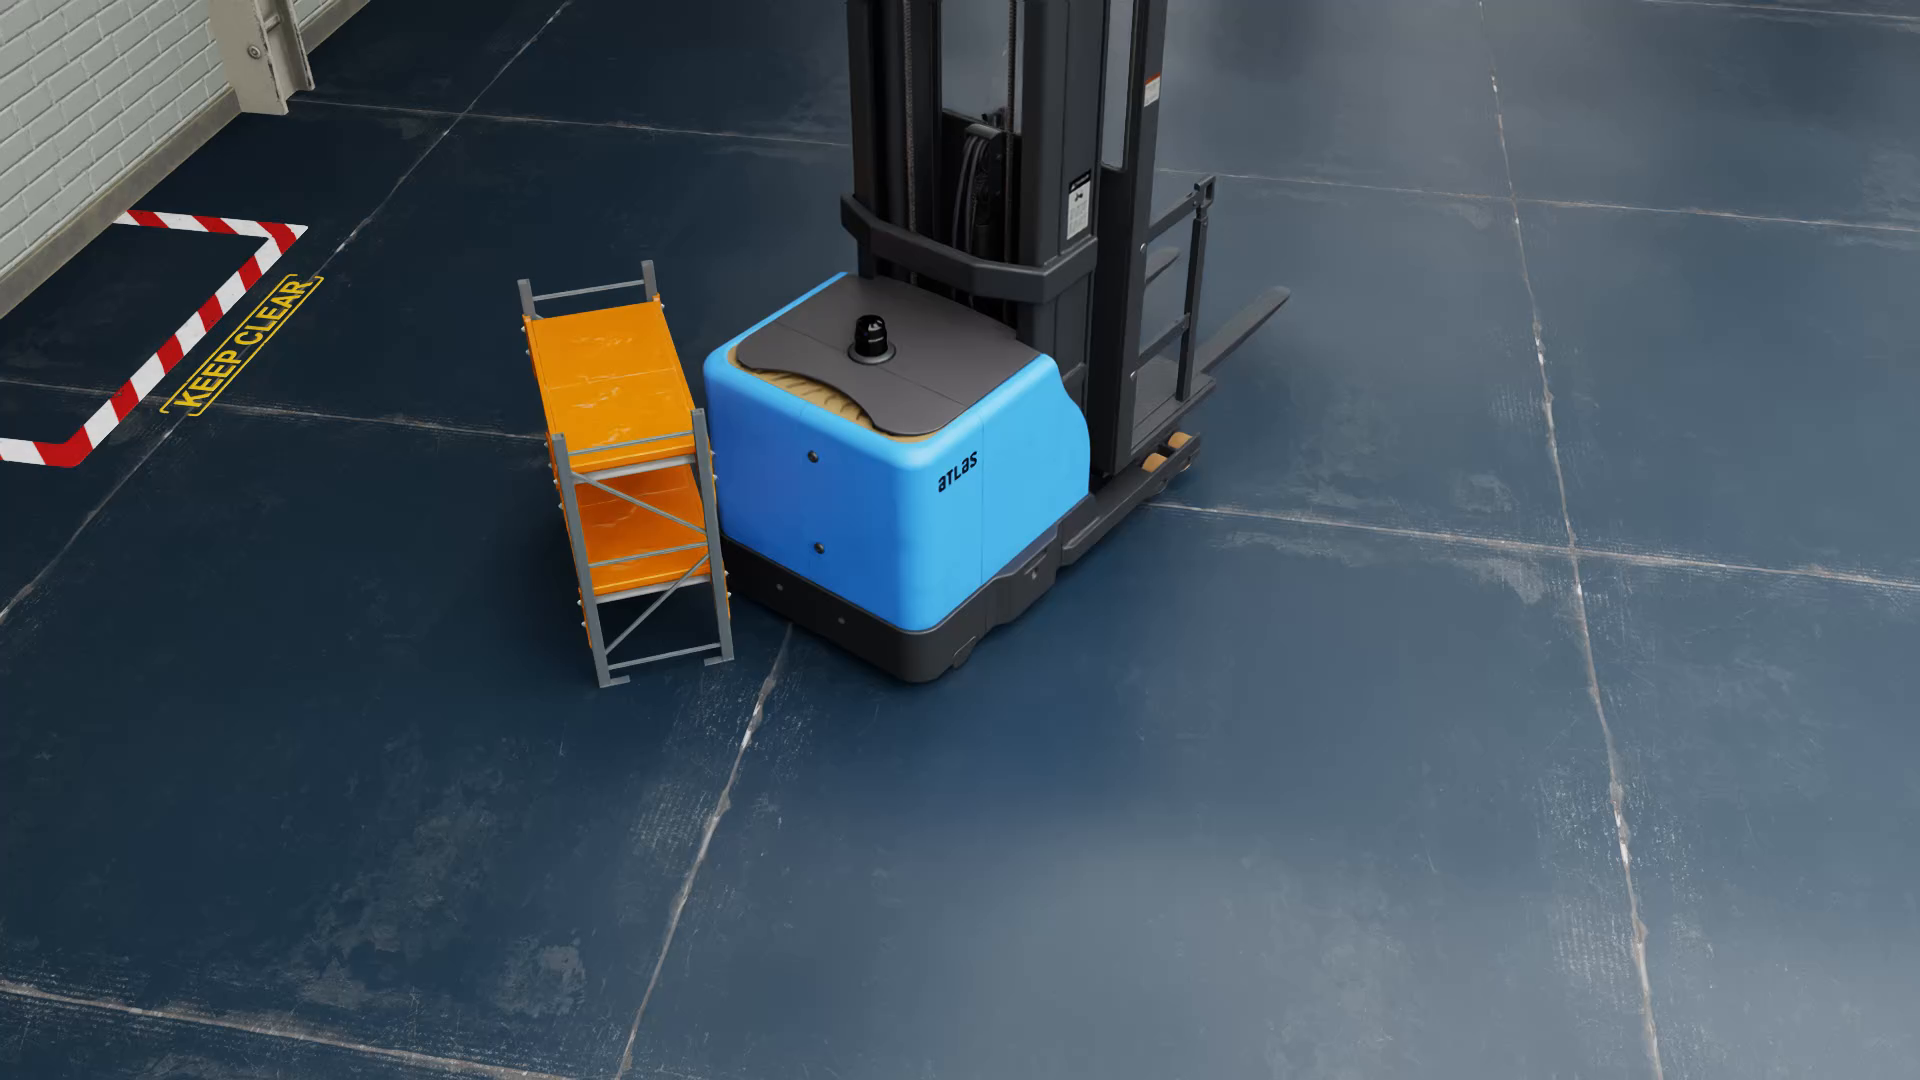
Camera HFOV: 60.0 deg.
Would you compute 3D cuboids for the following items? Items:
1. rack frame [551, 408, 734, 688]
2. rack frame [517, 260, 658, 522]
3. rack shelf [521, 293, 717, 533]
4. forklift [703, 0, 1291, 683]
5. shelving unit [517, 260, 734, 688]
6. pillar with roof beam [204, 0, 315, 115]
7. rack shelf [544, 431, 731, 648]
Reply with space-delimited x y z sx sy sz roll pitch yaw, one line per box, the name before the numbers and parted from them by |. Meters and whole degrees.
rack frame | -1.085 0.053 5.803 0.500 1.125 0.032 -11 41 -13
rack frame | -1.393 -0.565 6.550 0.500 1.125 0.032 -11 41 -13
rack shelf | -1.239 -0.481 5.990 0.538 0.278 1.000 -11 41 -13
forklift | 0.370 -1.499 6.263 1.130 2.935 3.031 26 46 28
shelving unit | -1.239 -0.256 6.177 0.538 1.125 1.048 -11 41 -13
pillar with roof beam | 0.153 -5.631 6.498 9.100 9.000 0.400 6 40 8
rack shelf | -1.239 -0.067 6.332 0.538 0.278 1.000 -11 41 -13
